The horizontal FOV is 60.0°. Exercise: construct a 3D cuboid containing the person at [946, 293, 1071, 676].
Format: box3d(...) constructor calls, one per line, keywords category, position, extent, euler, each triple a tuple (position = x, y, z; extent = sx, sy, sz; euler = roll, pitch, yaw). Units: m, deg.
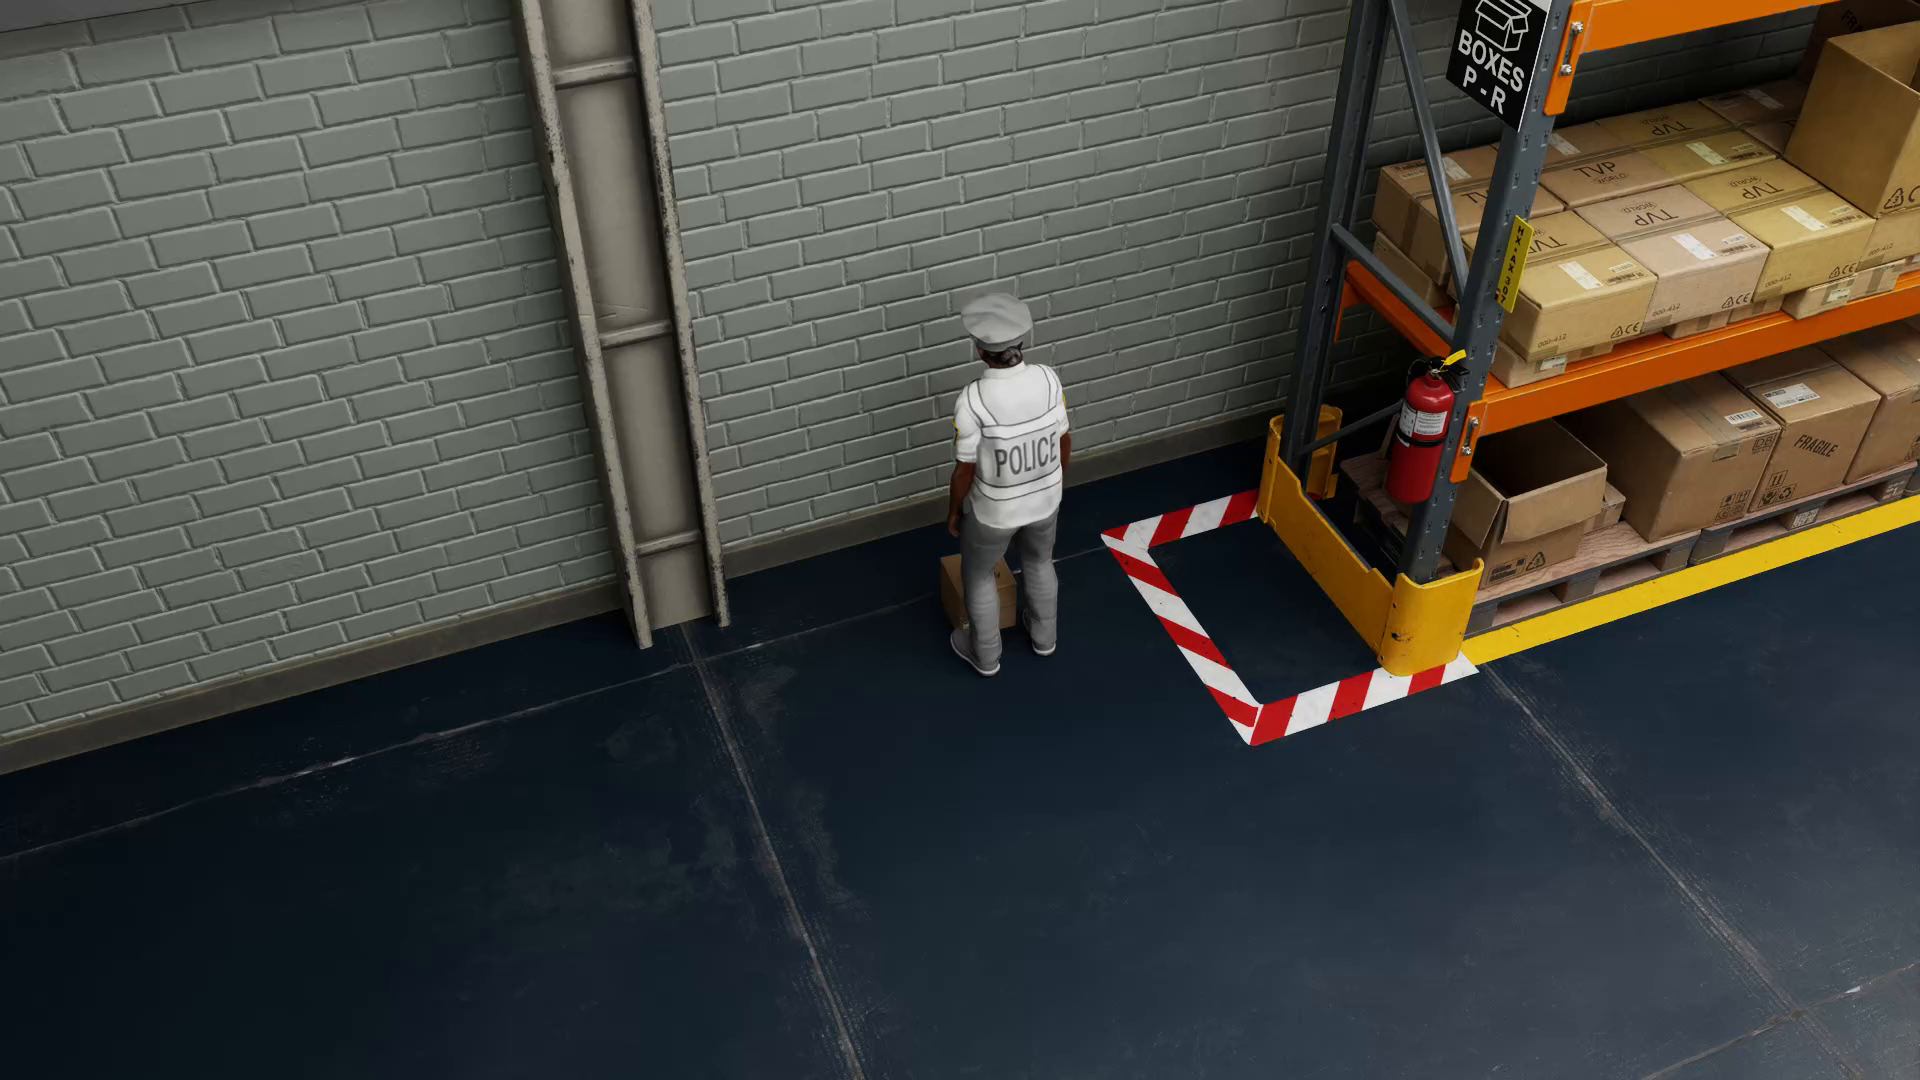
box3d(category="person", position=(0.184, -0.161, 6.341), extent=(0.507, 1.657, 0.393), euler=(-17, 45, -18))
